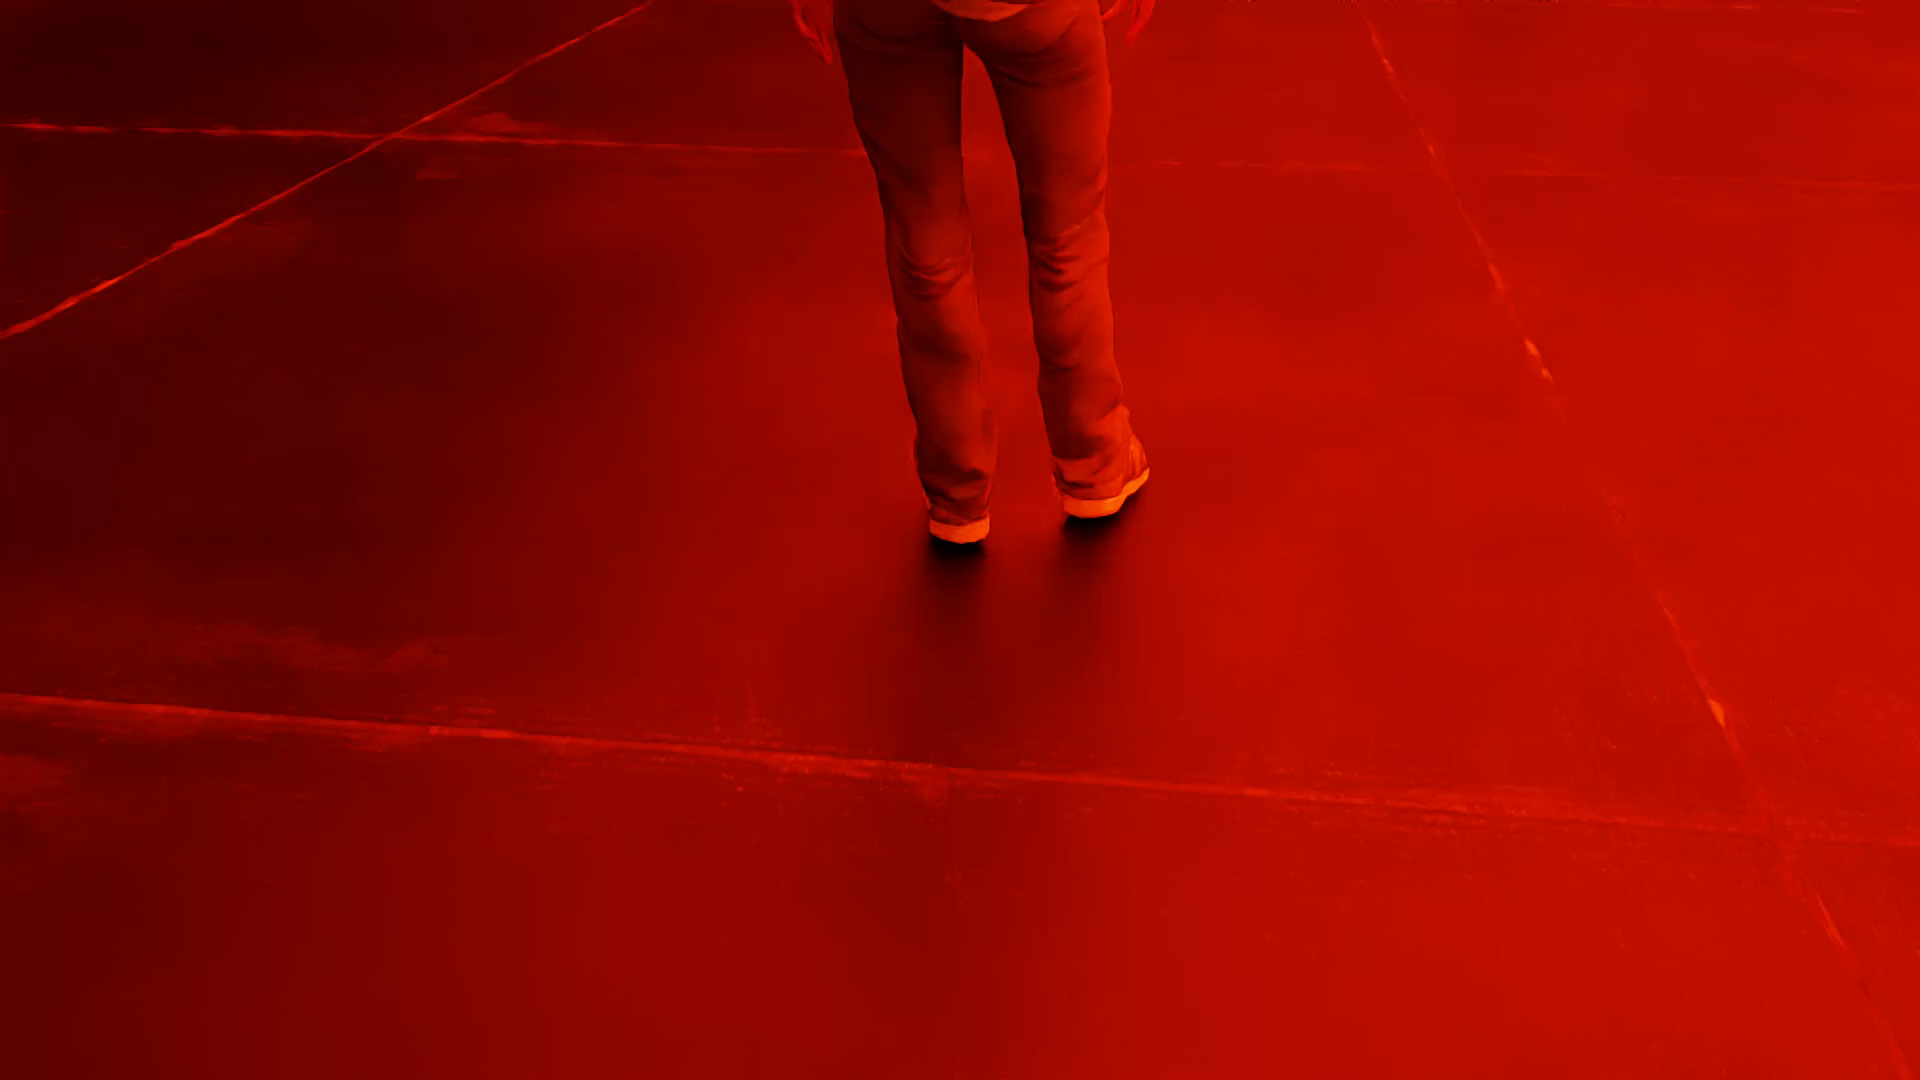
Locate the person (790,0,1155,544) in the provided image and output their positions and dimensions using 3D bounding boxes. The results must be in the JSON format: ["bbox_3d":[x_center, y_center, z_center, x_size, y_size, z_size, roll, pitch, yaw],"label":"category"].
[{"bbox_3d":[0.024,-0.753,2.205,0.521,1.597,0.474,3,27,7],"label":"person"}]
